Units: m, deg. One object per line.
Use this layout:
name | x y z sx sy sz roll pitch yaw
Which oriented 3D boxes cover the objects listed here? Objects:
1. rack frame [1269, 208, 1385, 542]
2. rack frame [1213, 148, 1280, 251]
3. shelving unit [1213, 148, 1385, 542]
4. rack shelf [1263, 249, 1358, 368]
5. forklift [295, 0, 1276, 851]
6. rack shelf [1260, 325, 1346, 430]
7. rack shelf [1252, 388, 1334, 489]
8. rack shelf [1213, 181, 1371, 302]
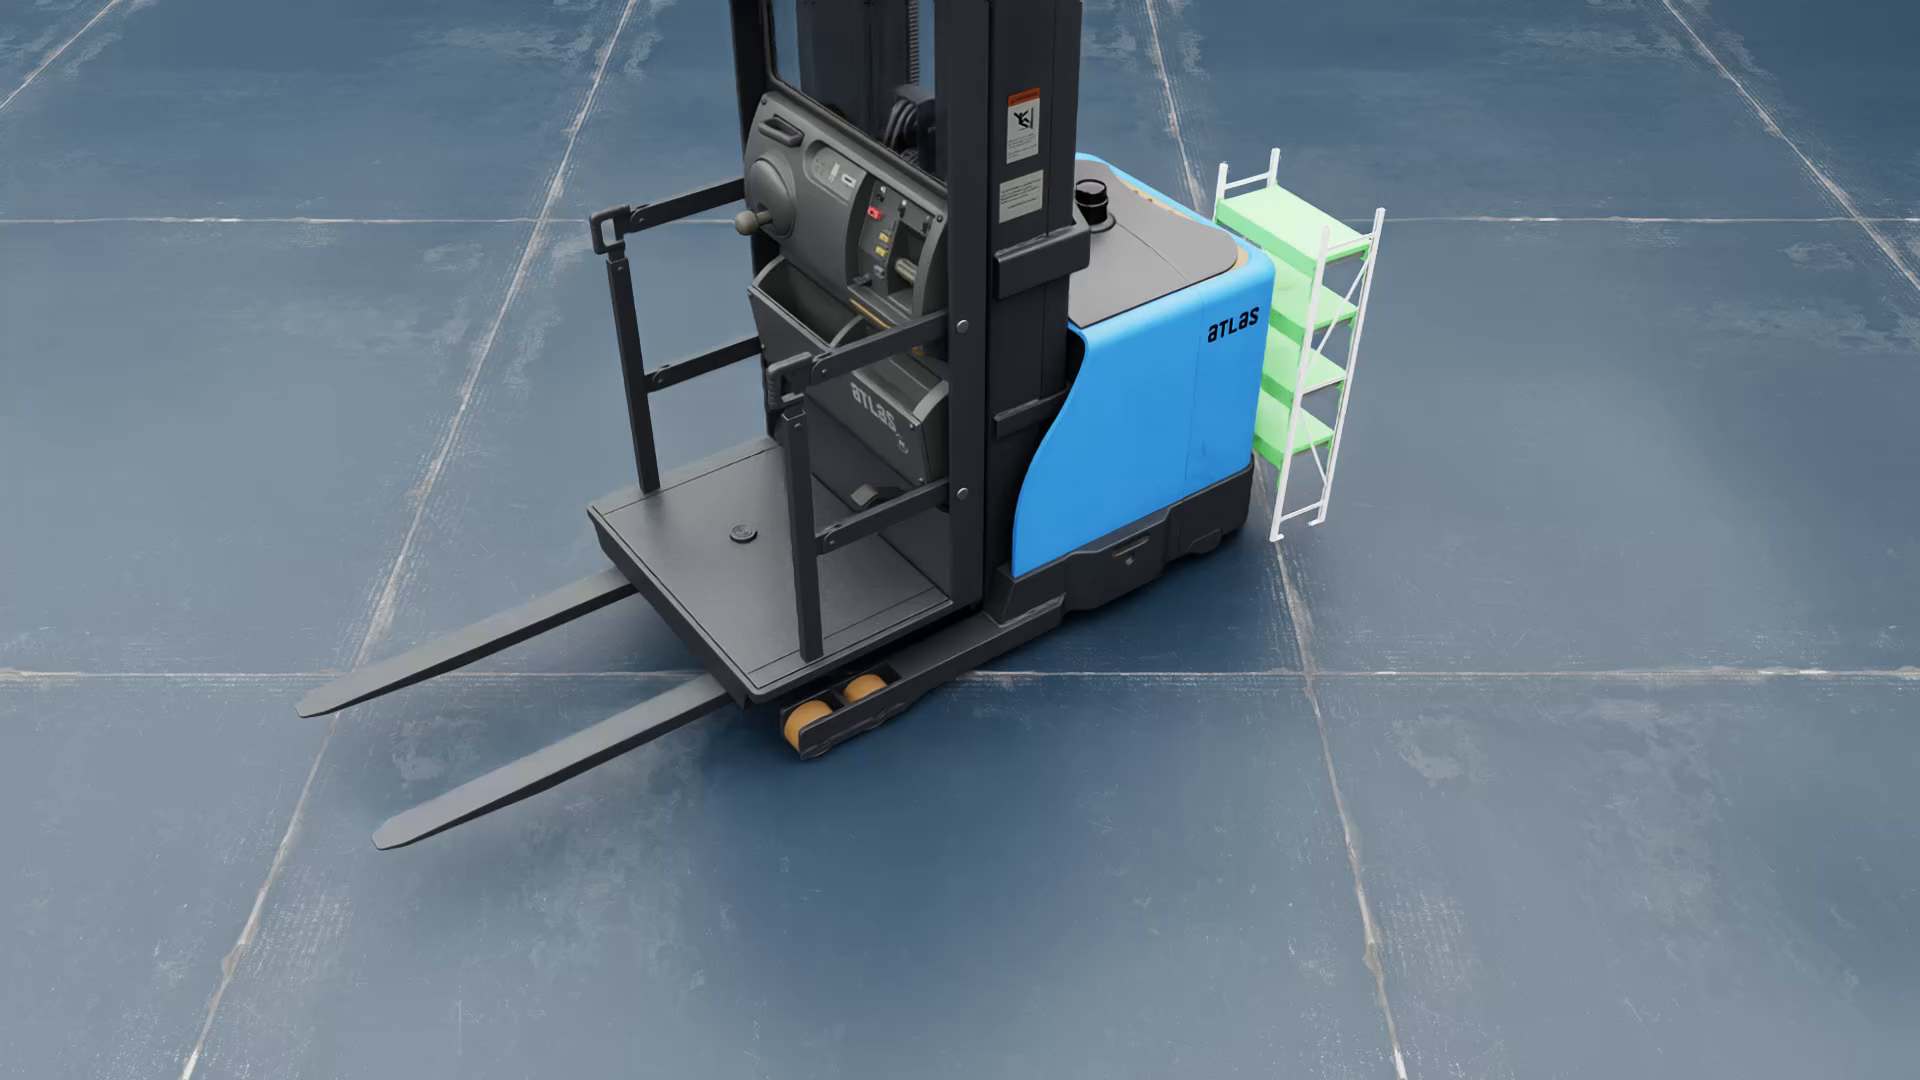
rack frame | 1.185 -0.505 5.416 0.240 1.200 0.015 -20 43 -25
rack frame | 0.925 -0.764 5.739 0.240 1.200 0.015 -20 43 -25
shelving unit | 1.055 -0.635 5.577 0.258 1.200 0.503 -20 43 -25
rack shelf | 1.058 -0.773 5.469 0.258 0.148 0.480 -20 43 -25
forklift | -0.499 -0.877 4.501 3.031 2.935 1.130 -24 45 -27
rack shelf | 1.054 -0.584 5.617 0.258 0.148 0.480 -20 43 -25
rack shelf | 1.049 -0.395 5.765 0.258 0.148 0.480 -20 43 -25
rack shelf | 1.063 -0.962 5.321 0.258 0.148 0.480 -20 43 -25
